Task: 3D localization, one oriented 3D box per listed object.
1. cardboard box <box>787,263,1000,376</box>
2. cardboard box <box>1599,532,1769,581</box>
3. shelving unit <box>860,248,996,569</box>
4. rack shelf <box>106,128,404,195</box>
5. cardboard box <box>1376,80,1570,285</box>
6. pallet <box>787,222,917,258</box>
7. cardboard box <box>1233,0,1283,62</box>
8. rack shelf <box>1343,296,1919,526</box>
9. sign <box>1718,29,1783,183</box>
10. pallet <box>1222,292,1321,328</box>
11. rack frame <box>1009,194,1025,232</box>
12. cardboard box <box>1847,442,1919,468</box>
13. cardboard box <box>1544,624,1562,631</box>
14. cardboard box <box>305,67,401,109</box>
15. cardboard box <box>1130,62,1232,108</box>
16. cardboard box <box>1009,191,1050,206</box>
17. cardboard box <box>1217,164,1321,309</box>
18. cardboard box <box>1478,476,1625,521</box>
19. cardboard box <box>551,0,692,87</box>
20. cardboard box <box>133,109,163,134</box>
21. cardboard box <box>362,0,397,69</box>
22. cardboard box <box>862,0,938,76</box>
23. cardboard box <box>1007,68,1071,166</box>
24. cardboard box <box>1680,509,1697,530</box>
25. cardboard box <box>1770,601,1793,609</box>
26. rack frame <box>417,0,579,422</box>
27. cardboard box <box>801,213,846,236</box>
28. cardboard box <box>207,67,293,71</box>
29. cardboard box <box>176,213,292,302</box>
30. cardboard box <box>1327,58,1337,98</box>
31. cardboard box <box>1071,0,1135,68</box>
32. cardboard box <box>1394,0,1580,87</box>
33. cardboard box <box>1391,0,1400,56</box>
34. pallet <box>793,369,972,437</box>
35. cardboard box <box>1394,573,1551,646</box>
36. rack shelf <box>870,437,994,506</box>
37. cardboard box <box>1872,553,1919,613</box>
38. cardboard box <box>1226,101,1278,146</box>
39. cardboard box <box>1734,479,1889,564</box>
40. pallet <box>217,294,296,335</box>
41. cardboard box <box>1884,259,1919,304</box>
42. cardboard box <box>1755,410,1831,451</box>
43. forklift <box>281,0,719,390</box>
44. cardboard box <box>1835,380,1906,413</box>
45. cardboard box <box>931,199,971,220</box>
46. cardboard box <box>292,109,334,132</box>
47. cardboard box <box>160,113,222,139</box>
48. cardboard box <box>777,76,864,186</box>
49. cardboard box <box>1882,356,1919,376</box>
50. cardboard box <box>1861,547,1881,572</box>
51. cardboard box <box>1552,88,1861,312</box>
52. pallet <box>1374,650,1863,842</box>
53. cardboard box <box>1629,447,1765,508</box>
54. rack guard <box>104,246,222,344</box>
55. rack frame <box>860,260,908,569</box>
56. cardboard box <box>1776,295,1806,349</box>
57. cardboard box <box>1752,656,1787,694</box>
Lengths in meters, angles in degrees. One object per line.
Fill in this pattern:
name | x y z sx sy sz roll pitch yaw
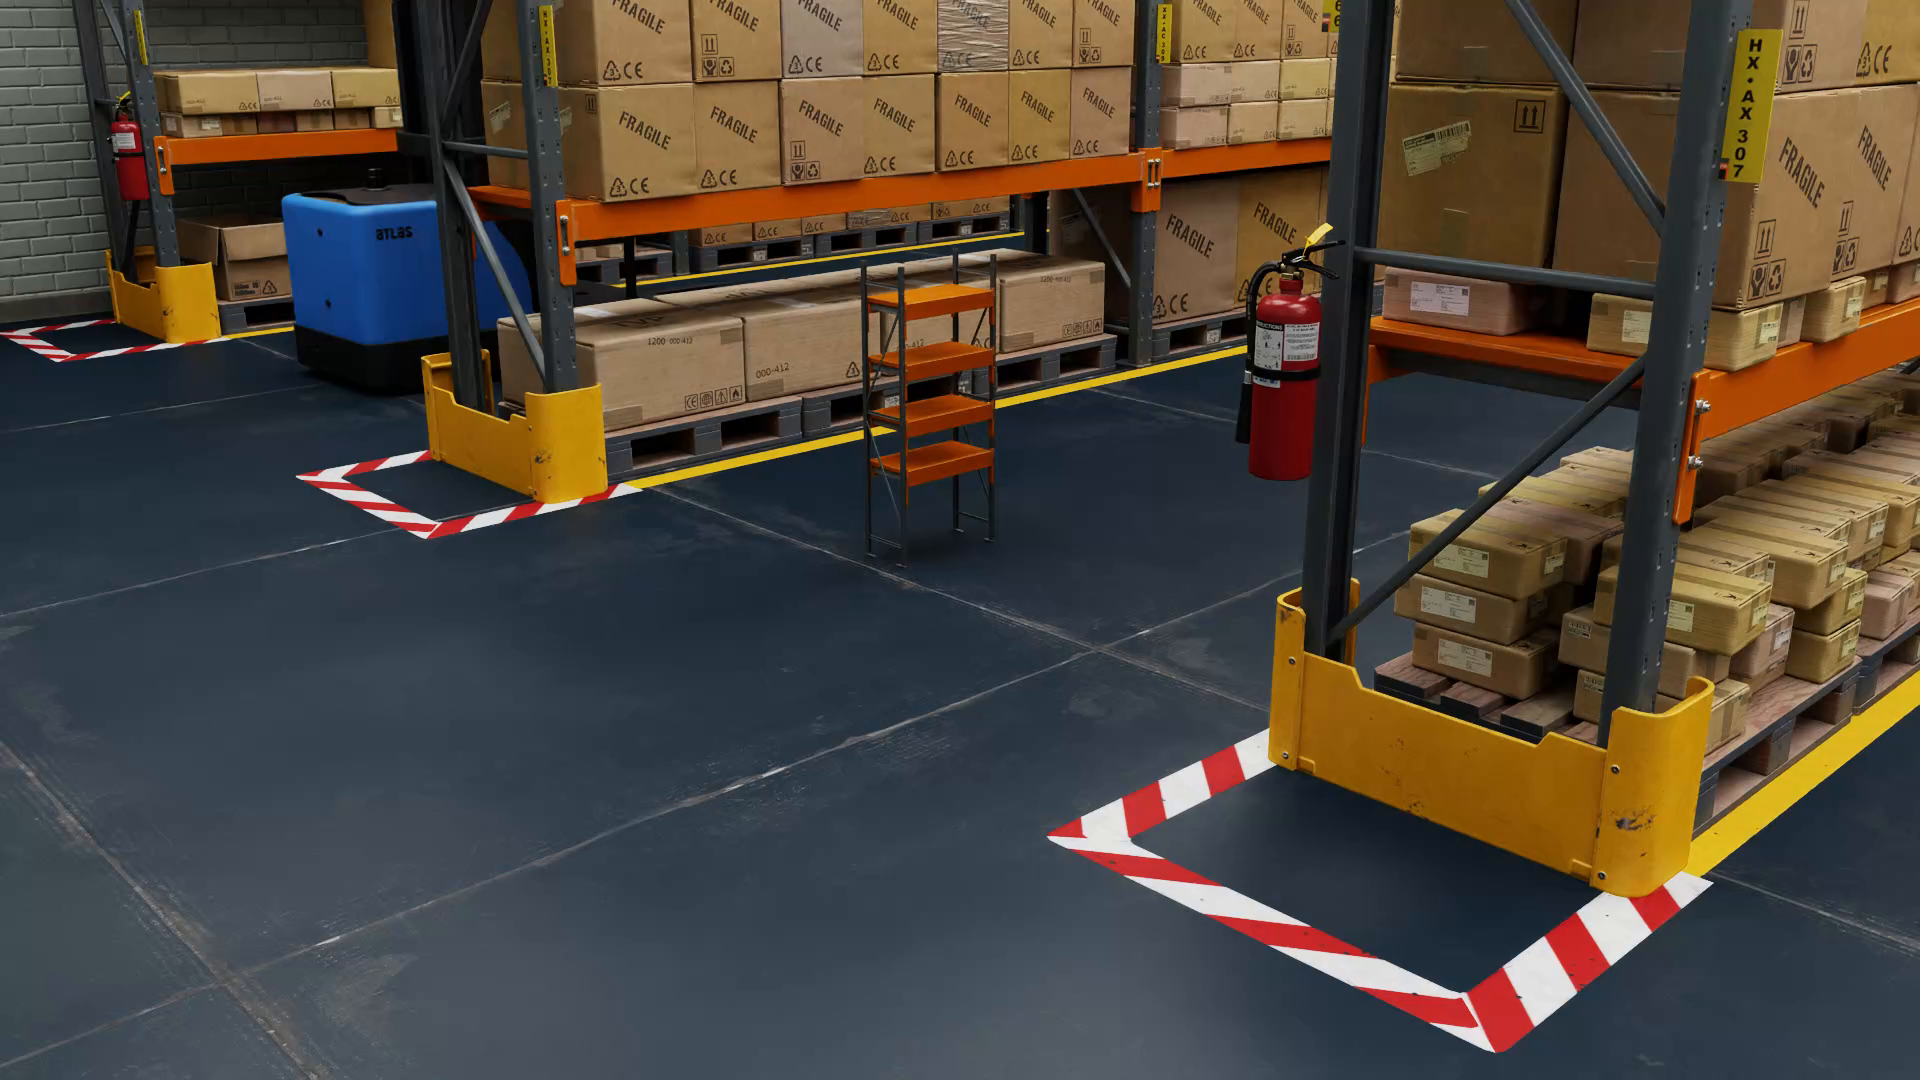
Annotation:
cardboard box | -0.383 -1.283 9.552 0.875 0.438 0.875 17 25 42
cardboard box | 2.097 0.088 4.827 0.250 0.149 0.380 -16 24 -40
shelving unit | -0.120 -0.536 6.691 0.503 1.200 0.258 -16 24 -41
rack shelf | -4.069 -2.946 12.375 4.000 0.370 1.077 -16 24 -41
cardboard box | 1.514 -1.007 4.584 0.500 0.500 0.500 -16 24 -40
pallet | -1.164 -2.827 15.360 1.213 0.211 1.003 -16 24 -41
cardboard box | 1.665 -3.267 10.414 0.500 0.500 0.500 -16 24 -41
rack shelf | 2.818 -0.747 5.591 4.000 0.370 1.077 -16 24 -41
sign | 1.738 -0.956 3.665 0.005 0.325 0.100 -16 24 -41
pallet | 2.193 -1.715 11.931 1.213 0.211 1.003 -16 24 -41
rack frame | 0.290 -4.560 16.185 0.127 3.000 1.000 -16 24 -41
cardboard box | 3.294 -0.213 5.755 0.380 0.149 0.250 17 24 42
cardboard box | 1.721 0.256 5.274 0.250 0.149 0.380 -15 23 -39
cardboard box | -4.276 -3.186 11.708 0.500 0.250 0.500 -17 24 -42
cardboard box | 1.310 -2.797 10.181 0.500 0.250 0.500 17 25 42
cardboard box | 0.753 -3.759 16.885 0.625 0.625 0.875 -15 23 -39
cardboard box | 1.843 -2.132 11.462 0.875 0.875 0.875 -15 23 -39
cardboard box | 1.898 -0.085 5.359 0.250 0.149 0.380 -17 25 -42
cardboard box | -1.565 -2.314 7.476 0.500 0.500 0.500 -17 25 -42
cardboard box | -5.466 -2.876 11.398 0.250 0.149 0.380 -17 24 -41
cardboard box | -3.918 -3.645 11.910 0.500 0.500 0.500 -15 24 -39
cardboard box | -0.464 -2.642 8.487 0.500 0.500 0.500 -16 24 -41
cardboard box | 0.265 -2.383 9.308 0.500 0.500 0.500 -17 25 -42
cardboard box | 2.296 -0.049 5.733 0.250 0.149 0.380 -16 24 -40
cardboard box | 2.277 0.179 5.028 0.250 0.149 0.380 -16 24 -40
rack frame | -2.110 -1.753 7.529 0.127 3.000 1.000 -16 24 -41
cardboard box | -1.364 -2.995 14.731 0.500 0.500 0.500 17 25 42
cardboard box | -4.995 -3.201 11.755 0.500 0.250 0.500 -16 24 -41
cardboard box | -5.013 -1.985 11.612 0.797 0.503 0.637 17 24 42
cardboard box | 2.421 -3.123 11.185 0.500 0.250 0.500 17 25 42
cardboard box | 0.644 -2.962 9.474 0.500 0.500 0.500 -17 24 -41
cardboard box | 1.526 -1.483 4.429 0.500 0.500 0.500 -17 24 -42
cardboard box | 2.775 -3.589 11.408 0.500 0.500 0.500 -16 24 -41
pallet | -0.696 -0.871 9.329 1.213 0.211 1.003 -16 24 -41
cardboard box | 1.552 0.174 5.044 0.250 0.149 0.380 -17 25 -42
rack shelf | -0.120 -0.283 6.773 0.480 0.148 0.258 -16 24 -41
cardboard box | 3.080 0.121 5.690 0.250 0.149 0.380 -16 24 -41
cardboard box | 1.673 -2.674 10.610 0.500 0.250 0.500 -17 25 -42
cardboard box | 2.699 -0.065 5.297 0.250 0.149 0.380 -15 23 -39
pallet | -4.889 -1.723 11.959 1.213 0.211 1.003 -16 24 -41
cardboard box | 2.721 -0.833 5.097 0.250 0.149 0.380 -17 24 -42
cardboard box | 3.073 -0.407 6.354 0.250 0.149 0.380 -16 24 -40
forklift | -2.608 -2.623 10.323 3.031 2.935 1.130 -17 25 -42
cardboard box | 3.638 -0.568 6.850 0.250 0.149 0.380 -15 23 -38
cardboard box | -0.240 -3.329 15.761 0.500 0.500 0.500 -17 24 -42
cardboard box | -4.549 -2.921 11.538 0.250 0.149 0.380 -15 23 -39
cardboard box | -5.095 -2.753 11.021 0.250 0.149 0.380 -16 24 -41
cardboard box | -0.833 -2.055 8.298 0.500 0.500 0.500 -16 24 -41
cardboard box | 4.636 -0.737 7.766 0.500 0.500 0.500 -17 24 -42
cardboard box | 2.834 0.005 5.566 0.250 0.149 0.380 -15 23 -38
cardboard box | 1.881 -0.888 4.214 0.500 0.500 0.500 -15 23 -38
pallet | 2.035 0.481 5.159 1.213 0.211 1.003 -16 24 -41
cardboard box | 2.555 -0.226 5.794 0.380 0.149 0.250 17 25 42
rack guard | -5.467 -1.692 11.392 0.348 0.500 1.175 -16 24 -41
rack frame | -0.298 -0.484 6.532 0.015 1.200 0.240 -16 24 -41
cardboard box | 1.982 -0.604 4.392 0.250 0.149 0.380 -15 23 -39
cardboard box | 2.275 0.324 5.064 0.250 0.149 0.380 -16 24 -40
